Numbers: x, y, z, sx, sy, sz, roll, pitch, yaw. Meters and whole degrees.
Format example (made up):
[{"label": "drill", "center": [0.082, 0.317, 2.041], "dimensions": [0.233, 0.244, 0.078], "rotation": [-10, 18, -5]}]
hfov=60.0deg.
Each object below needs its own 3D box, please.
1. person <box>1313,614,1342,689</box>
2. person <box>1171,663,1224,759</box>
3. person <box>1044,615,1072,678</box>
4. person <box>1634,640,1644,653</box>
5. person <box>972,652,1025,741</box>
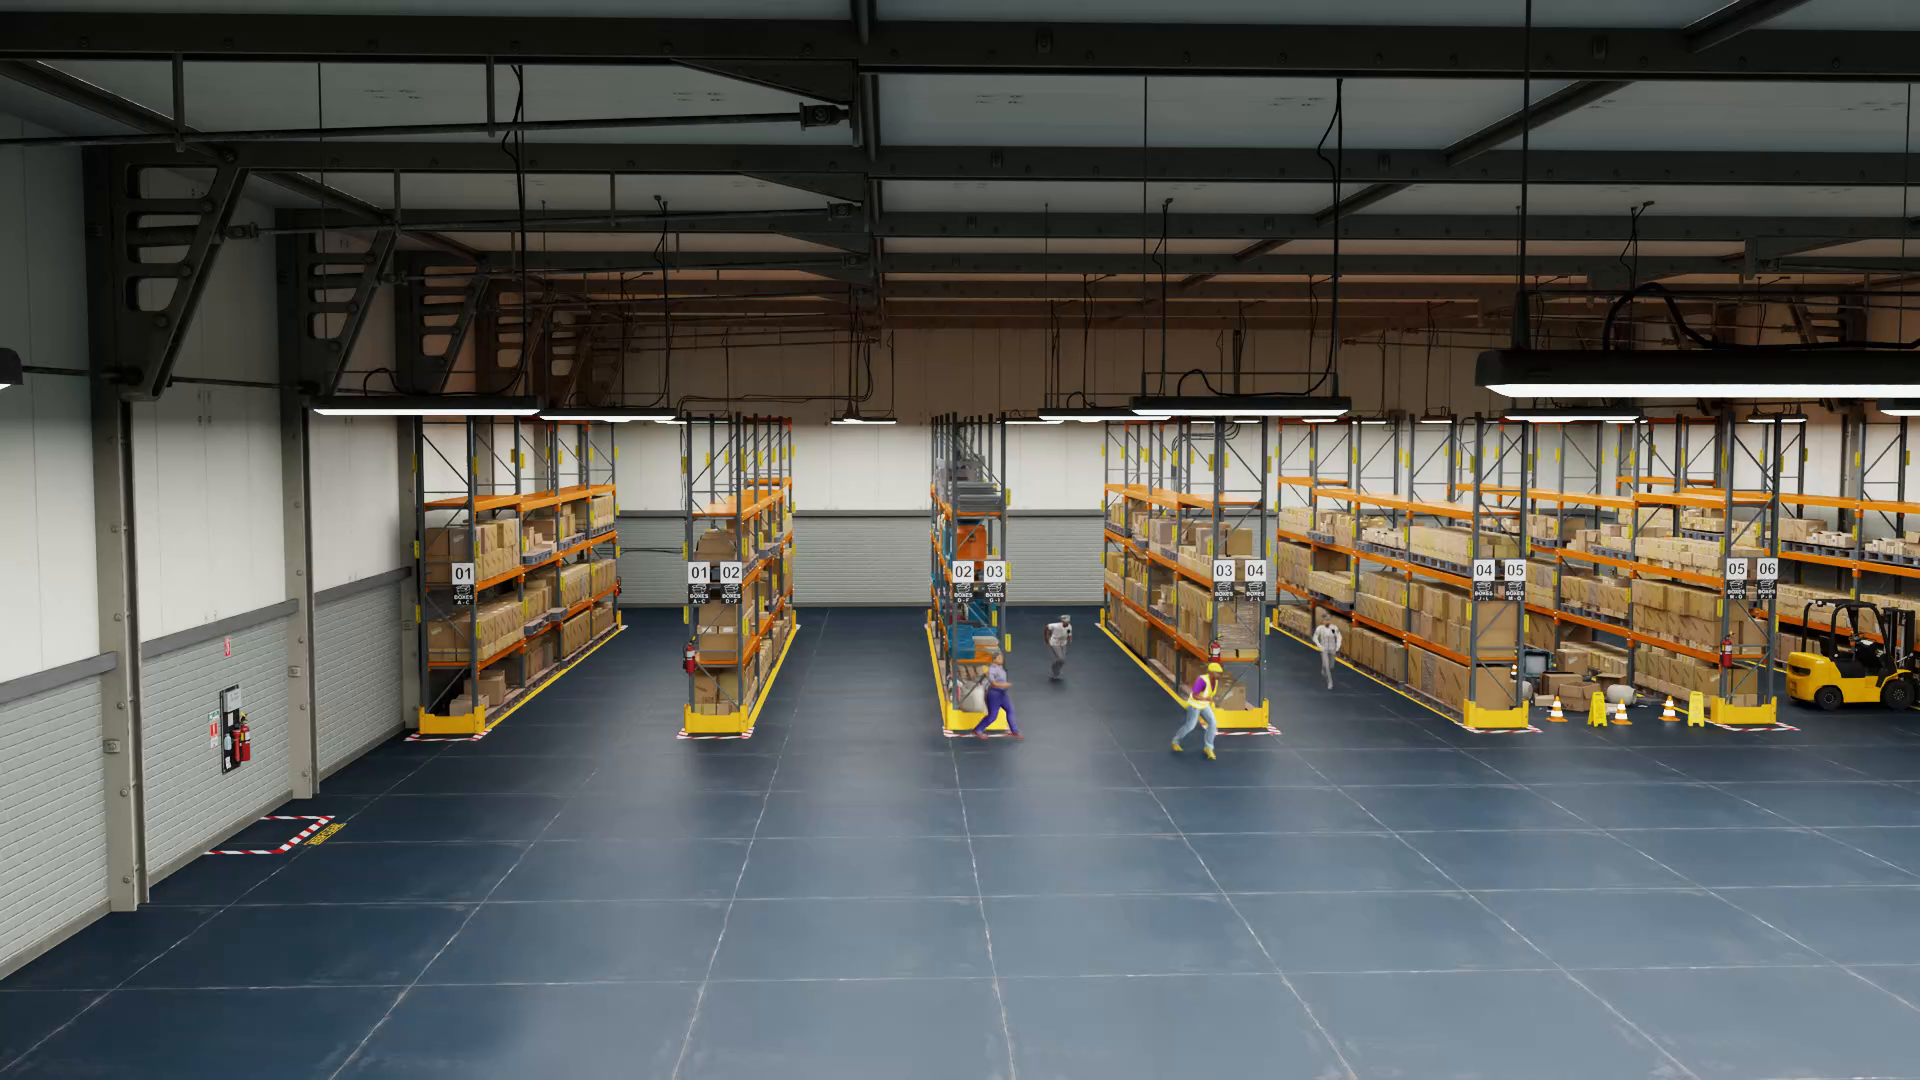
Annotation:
[{"label": "person", "center": [8.083, 2.433, 36.657], "dimensions": [0.634, 1.671, 0.766], "rotation": [0, 4, -1]}, {"label": "person", "center": [4.132, 2.951, 28.897], "dimensions": [1.037, 1.715, 0.747], "rotation": [3, 5, 41]}, {"label": "person", "center": [2.222, 2.423, 37.564], "dimensions": [0.597, 1.492, 0.840], "rotation": [-2, 4, -26]}, {"label": "person", "center": [16.627, 2.117, 40.482], "dimensions": [0.671, 1.772, 0.798], "rotation": [-1, 4, -9]}, {"label": "person", "center": [0.679, 2.852, 30.190], "dimensions": [0.924, 1.659, 0.621], "rotation": [1, 4, 17]}]
